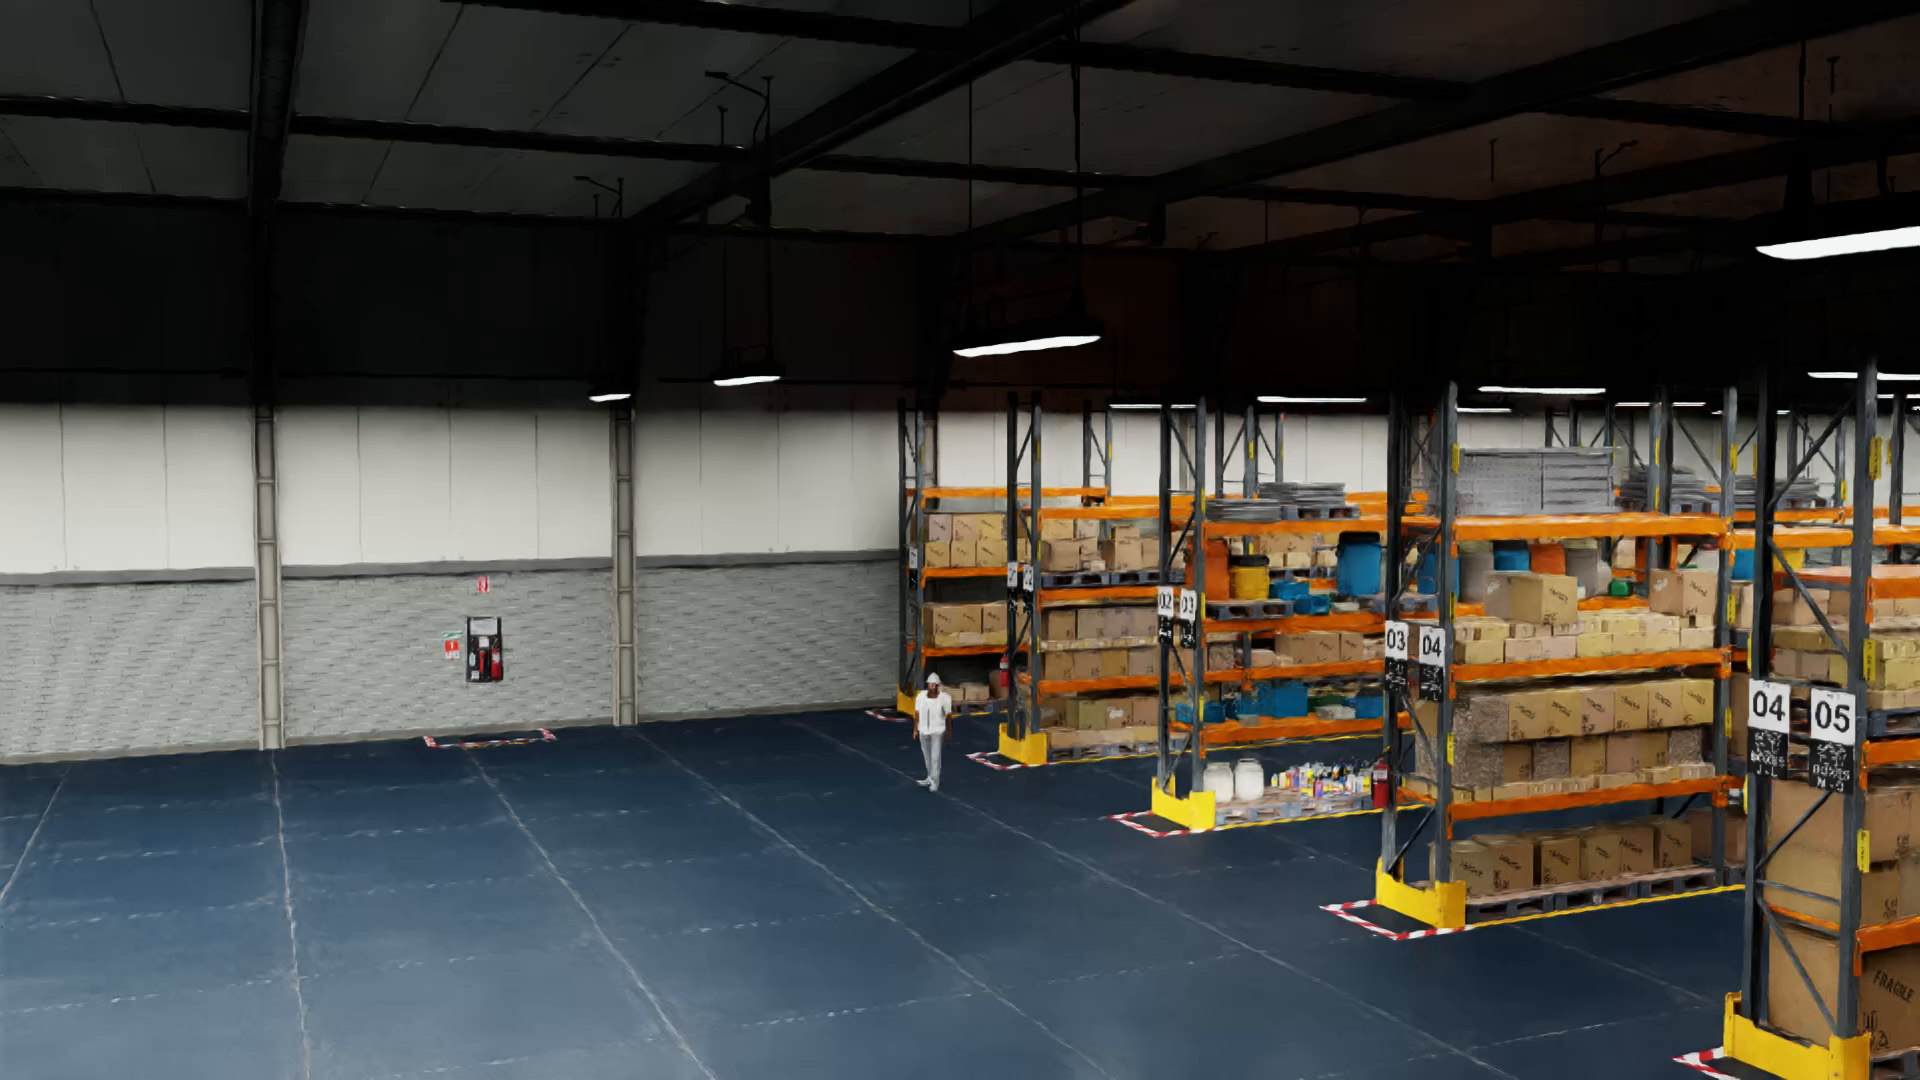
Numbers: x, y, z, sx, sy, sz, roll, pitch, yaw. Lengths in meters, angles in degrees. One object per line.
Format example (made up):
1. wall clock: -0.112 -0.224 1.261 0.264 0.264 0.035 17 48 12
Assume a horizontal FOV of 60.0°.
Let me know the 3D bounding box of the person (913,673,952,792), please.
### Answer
1. person: -0.403 2.842 24.778 0.598 1.757 0.559 1 4 22

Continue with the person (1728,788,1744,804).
1. person: 10.940 2.899 23.036 0.466 1.794 0.629 3 4 37
